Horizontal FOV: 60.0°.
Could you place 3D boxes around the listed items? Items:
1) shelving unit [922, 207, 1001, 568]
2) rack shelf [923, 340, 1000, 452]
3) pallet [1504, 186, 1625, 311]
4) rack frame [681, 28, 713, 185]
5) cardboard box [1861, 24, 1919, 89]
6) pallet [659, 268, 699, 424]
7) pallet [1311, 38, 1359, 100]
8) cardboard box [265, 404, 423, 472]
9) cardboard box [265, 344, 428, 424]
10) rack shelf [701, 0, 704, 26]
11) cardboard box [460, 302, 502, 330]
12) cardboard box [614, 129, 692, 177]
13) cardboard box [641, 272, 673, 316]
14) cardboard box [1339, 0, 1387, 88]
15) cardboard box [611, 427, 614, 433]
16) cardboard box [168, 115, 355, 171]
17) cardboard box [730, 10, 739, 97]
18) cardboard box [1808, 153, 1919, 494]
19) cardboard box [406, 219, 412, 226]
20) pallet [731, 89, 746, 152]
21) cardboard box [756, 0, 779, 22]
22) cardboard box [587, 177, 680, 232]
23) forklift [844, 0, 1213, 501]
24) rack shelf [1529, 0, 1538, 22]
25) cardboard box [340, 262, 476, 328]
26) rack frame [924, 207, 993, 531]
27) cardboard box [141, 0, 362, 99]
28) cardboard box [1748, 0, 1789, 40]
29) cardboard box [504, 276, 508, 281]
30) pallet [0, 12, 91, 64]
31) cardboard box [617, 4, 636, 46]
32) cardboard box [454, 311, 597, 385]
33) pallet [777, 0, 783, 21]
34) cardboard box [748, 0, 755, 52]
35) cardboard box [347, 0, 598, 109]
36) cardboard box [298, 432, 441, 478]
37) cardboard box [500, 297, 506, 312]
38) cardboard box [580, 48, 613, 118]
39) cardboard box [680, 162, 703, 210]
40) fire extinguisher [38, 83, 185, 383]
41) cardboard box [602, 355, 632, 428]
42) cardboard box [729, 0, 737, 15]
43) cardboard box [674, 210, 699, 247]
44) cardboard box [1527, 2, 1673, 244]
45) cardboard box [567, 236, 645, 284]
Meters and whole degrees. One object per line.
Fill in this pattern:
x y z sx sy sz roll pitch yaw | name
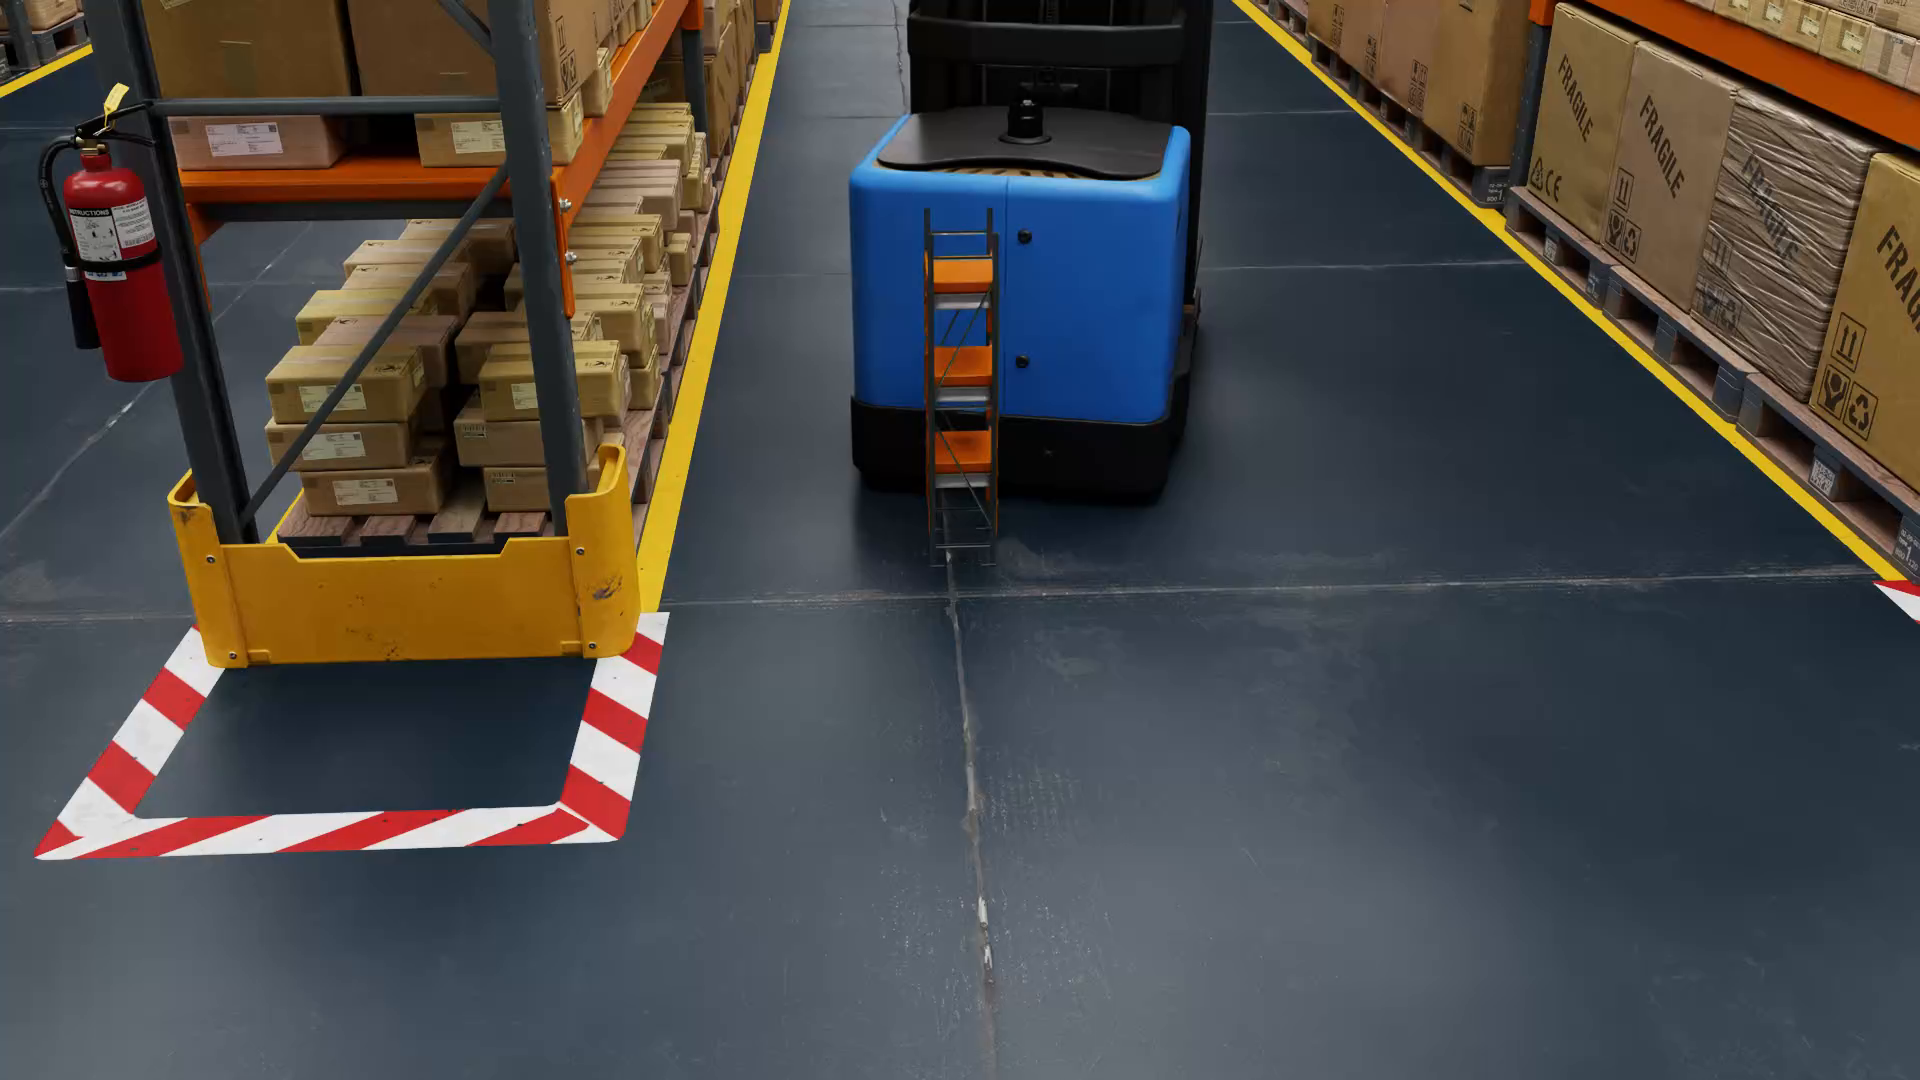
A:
0.003 -0.441 4.960 0.215 1.050 0.252 -1 28 -3 | shelving unit
0.003 -0.431 4.965 0.215 0.259 0.240 -1 28 -3 | rack shelf
3.202 -1.365 7.639 1.003 0.211 1.213 -1 28 -3 | pallet
-1.718 -2.881 7.531 1.000 3.000 0.127 -1 28 -3 | rack frame
3.062 -1.504 5.162 0.380 0.149 0.250 -1 28 -2 | cardboard box
-1.581 -0.771 6.500 1.003 0.211 1.213 -1 28 -3 | pallet
2.997 -3.199 11.156 1.003 0.211 1.213 -1 28 -3 | pallet
-1.822 -0.325 4.936 0.380 0.149 0.250 -2 28 -4 | cardboard box
-1.790 -0.458 4.871 0.380 0.149 0.250 -1 28 -2 | cardboard box
-1.823 -3.486 9.468 1.077 0.370 4.000 -1 28 -3 | rack shelf
-1.762 -0.691 5.639 0.380 0.149 0.250 -2 28 -3 | cardboard box
-1.367 -1.677 7.208 0.380 0.149 0.250 -2 28 -3 | cardboard box
-1.311 -0.920 6.399 0.380 0.149 0.250 -1 28 -3 | cardboard box
3.085 -3.315 10.205 1.225 0.875 0.875 -1 28 -2 | cardboard box
-1.333 -0.439 5.477 0.380 0.149 0.250 -1 28 -2 | cardboard box
-1.809 -1.066 4.323 0.380 0.149 0.250 -1 28 -3 | cardboard box
-1.562 -2.793 9.610 0.500 0.500 0.500 -1 28 -2 | cardboard box
3.336 -0.645 5.086 0.875 0.875 0.875 -1 28 -3 | cardboard box
-1.851 -1.181 6.256 0.380 0.149 0.250 -1 28 -2 | cardboard box
-1.827 -2.569 9.948 1.003 0.211 1.213 -1 28 -3 | pallet
-1.869 -4.201 12.039 1.050 0.750 0.750 -2 28 -3 | cardboard box
-1.298 -1.309 6.501 0.380 0.149 0.250 -2 28 -4 | cardboard box
0.393 -2.085 6.078 1.130 2.935 3.031 5 28 9 | forklift
3.136 -3.559 9.608 1.077 0.370 4.000 -1 28 -3 | rack shelf
-1.837 -0.813 5.551 0.380 0.149 0.250 -2 28 -5 | cardboard box
-0.004 -0.497 5.068 0.200 1.050 0.008 -1 28 -3 | rack frame
-1.790 -1.412 4.283 0.500 0.500 0.500 -1 28 -2 | cardboard box
3.022 -1.858 5.841 0.380 0.149 0.250 -1 28 -2 | cardboard box
-1.928 -1.049 6.325 0.380 0.149 0.250 -1 28 -2 | cardboard box
-6.905 -3.687 12.091 1.003 0.211 1.213 -1 28 -3 | pallet
-1.332 -1.799 5.728 0.380 0.149 0.250 0 28 -1 | cardboard box
-1.332 -0.595 5.132 0.380 0.149 0.250 -1 28 -2 | cardboard box
-1.954 -4.420 13.496 1.003 0.211 1.213 -1 28 -3 | pallet
-1.632 -3.509 10.983 0.500 0.500 0.500 -2 28 -3 | cardboard box
-1.257 -1.424 4.307 0.500 0.500 0.500 0 28 0 | cardboard box
-1.860 -0.311 5.231 0.380 0.149 0.250 -1 28 -1 | cardboard box
-1.884 -0.791 6.152 0.380 0.149 0.250 -1 28 -2 | cardboard box
-1.214 -1.322 4.813 0.380 0.149 0.250 -2 28 -4 | cardboard box
-1.326 -1.550 7.284 0.380 0.149 0.250 -2 28 -4 | cardboard box
-1.957 -0.707 3.849 0.296 0.674 0.183 -1 28 -3 | fire extinguisher
-1.238 -0.464 5.203 0.380 0.149 0.250 -2 28 -3 | cardboard box
-1.546 -3.121 9.428 0.500 0.250 0.500 0 28 -1 | cardboard box
-1.349 -1.388 7.296 0.380 0.149 0.250 -2 28 -4 | cardboard box
3.195 -1.892 7.477 0.875 0.875 0.875 -1 28 -3 | cardboard box
-1.318 -0.955 5.822 0.380 0.149 0.250 0 28 -1 | cardboard box
